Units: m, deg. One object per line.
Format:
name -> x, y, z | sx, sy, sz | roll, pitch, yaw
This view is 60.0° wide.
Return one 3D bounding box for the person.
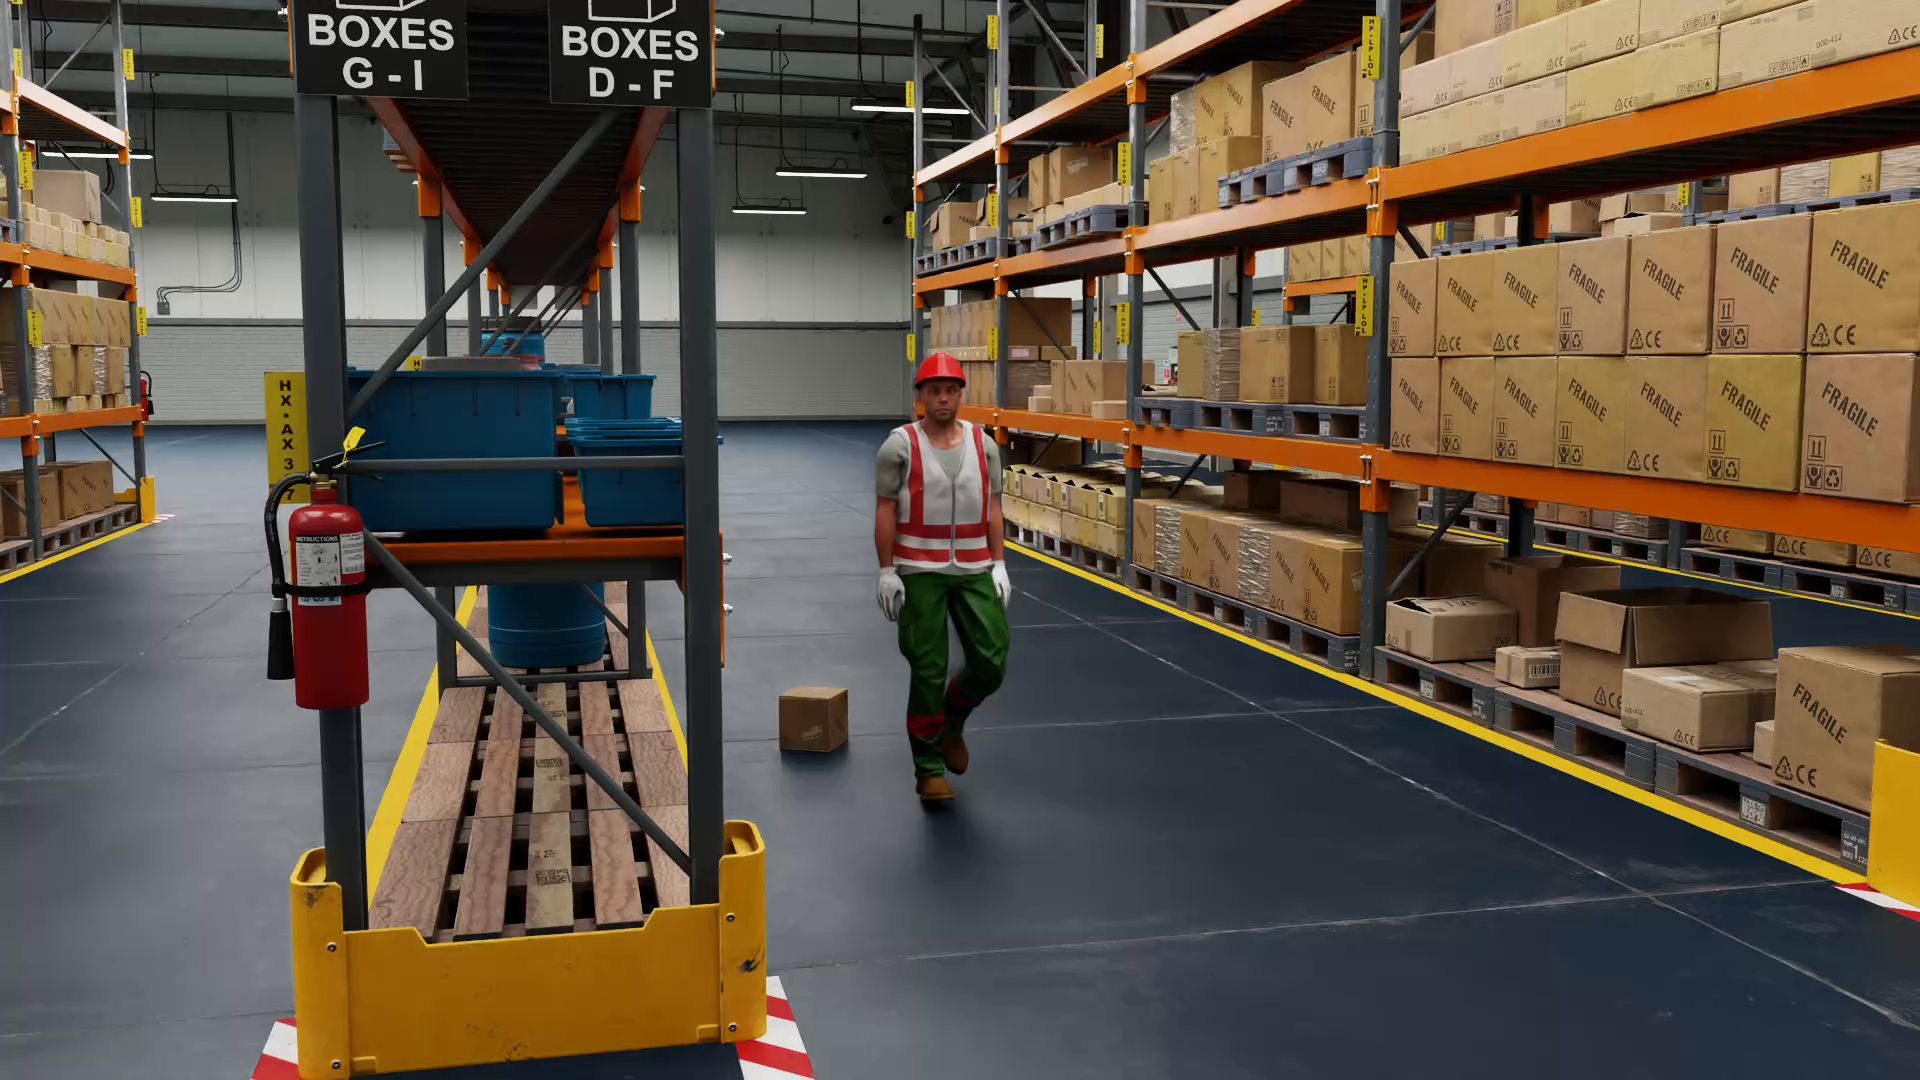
person -> -0.068, 0.139, 6.706 | 0.565, 1.780, 0.514 | -2, 6, -18
